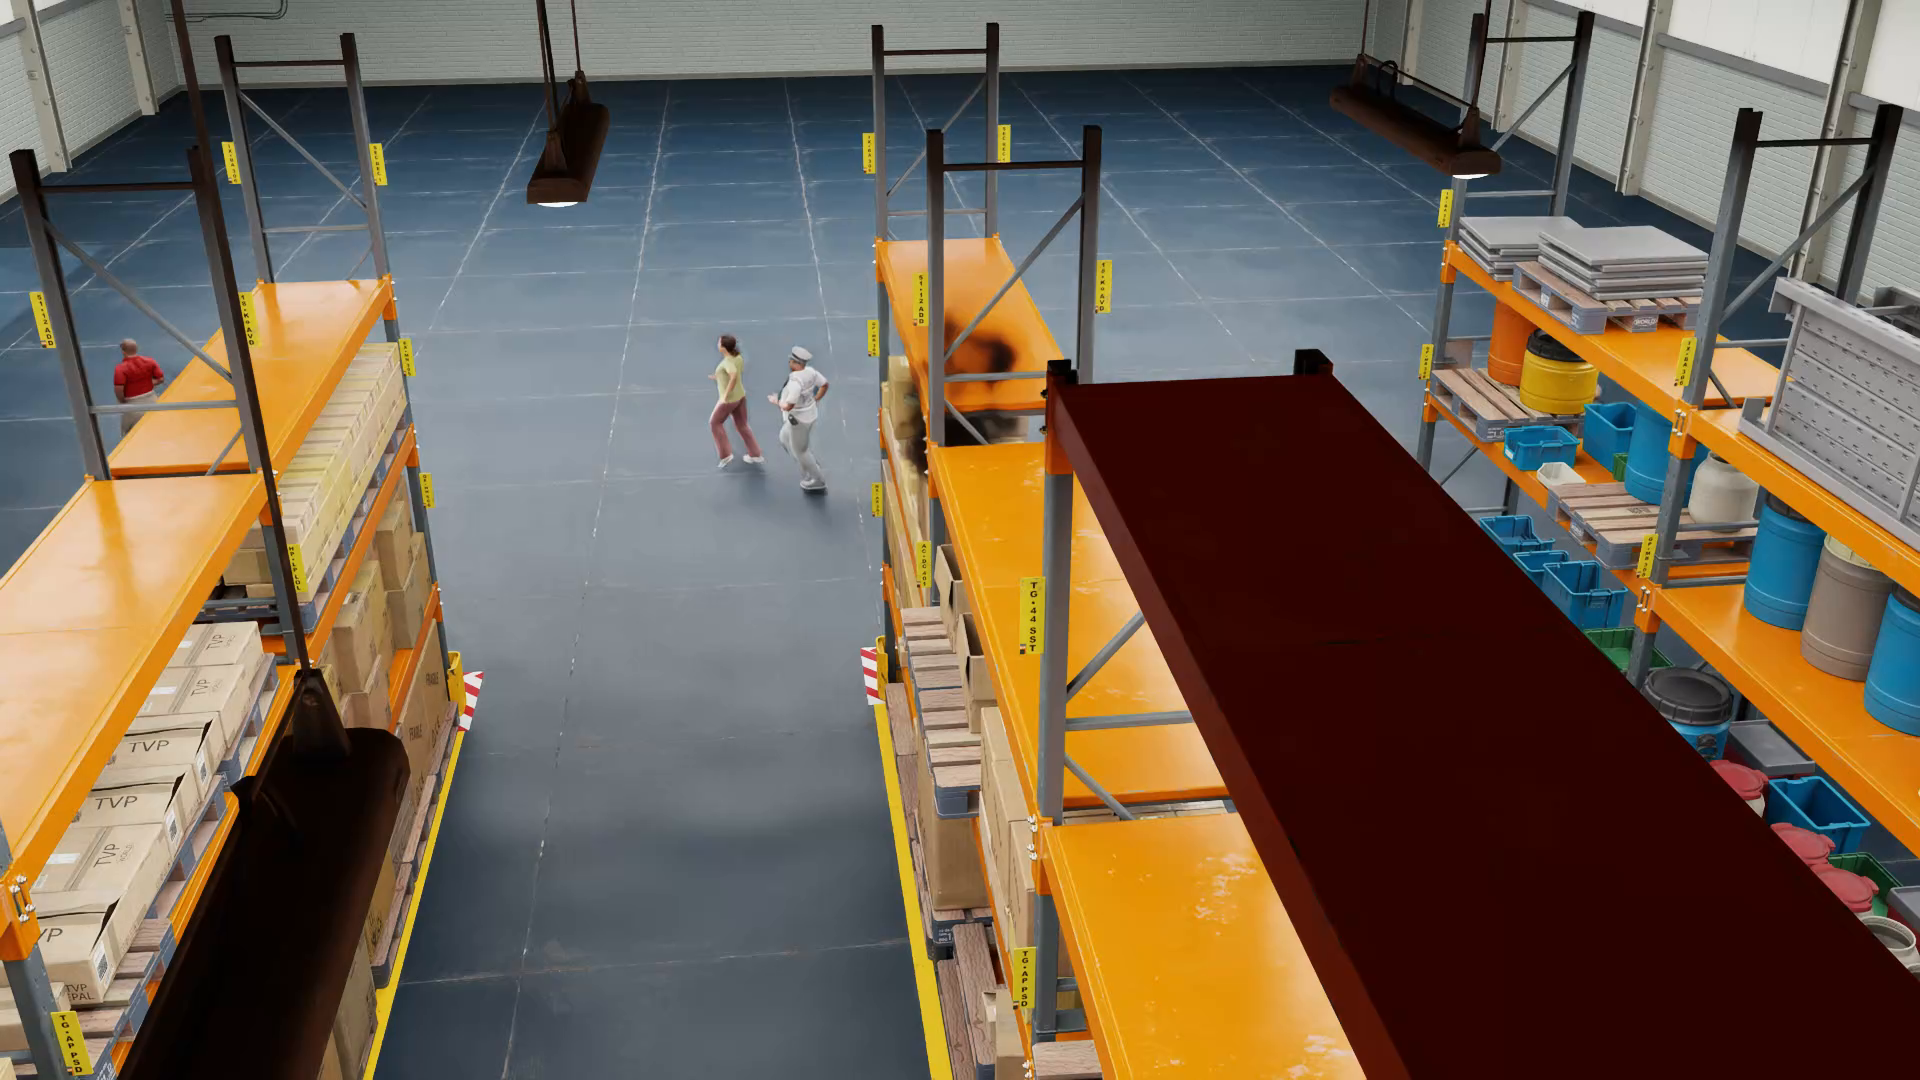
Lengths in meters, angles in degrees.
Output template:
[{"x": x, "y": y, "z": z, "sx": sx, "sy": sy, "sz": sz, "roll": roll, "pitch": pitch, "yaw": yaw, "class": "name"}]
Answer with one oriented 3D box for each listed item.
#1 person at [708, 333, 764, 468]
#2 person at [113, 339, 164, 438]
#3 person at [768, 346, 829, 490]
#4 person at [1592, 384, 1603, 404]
[{"x": -2.740, "y": -1.642, "z": 20.061, "sx": 0.715, "sy": 1.733, "sz": 0.591, "roll": 11, "pitch": 27, "yaw": 21, "class": "person"}, {"x": -9.865, "y": -1.619, "z": 19.940, "sx": 0.602, "sy": 1.673, "sz": 0.652, "roll": 19, "pitch": 31, "yaw": 34, "class": "person"}, {"x": -1.903, "y": -1.420, "z": 19.446, "sx": 0.685, "sy": 1.770, "sz": 0.637, "roll": 6, "pitch": 26, "yaw": 12, "class": "person"}, {"x": 6.875, "y": -0.917, "z": 18.470, "sx": 0.697, "sy": 1.738, "sz": 0.631, "roll": 9, "pitch": 27, "yaw": 17, "class": "person"}]
